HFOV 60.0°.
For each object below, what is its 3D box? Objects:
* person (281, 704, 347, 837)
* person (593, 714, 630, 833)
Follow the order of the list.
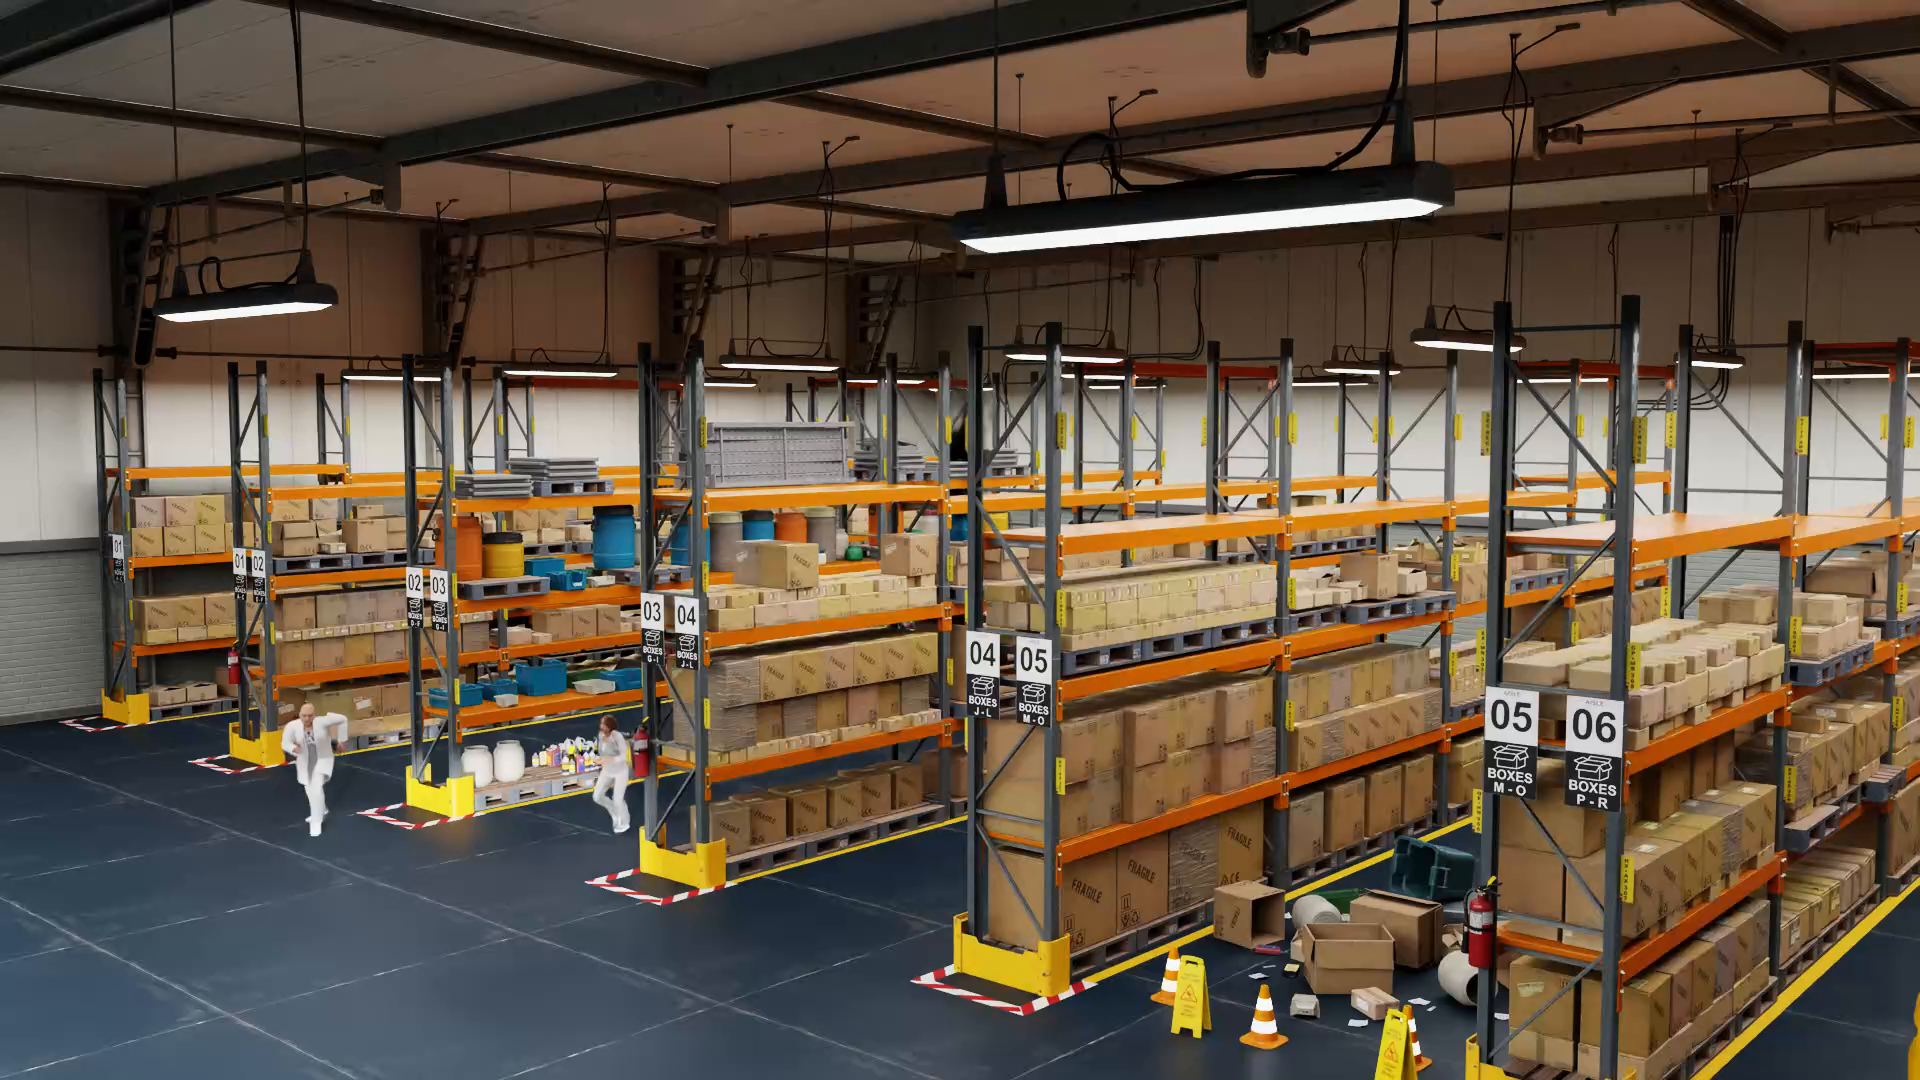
[{"bbox_3d":[-8.024,2.836,20.738,0.750,1.718,1.067,-1,4,-11],"label":"person"},{"bbox_3d":[-4.266,2.876,20.421,0.496,1.526,0.695,2,5,23],"label":"person"}]
